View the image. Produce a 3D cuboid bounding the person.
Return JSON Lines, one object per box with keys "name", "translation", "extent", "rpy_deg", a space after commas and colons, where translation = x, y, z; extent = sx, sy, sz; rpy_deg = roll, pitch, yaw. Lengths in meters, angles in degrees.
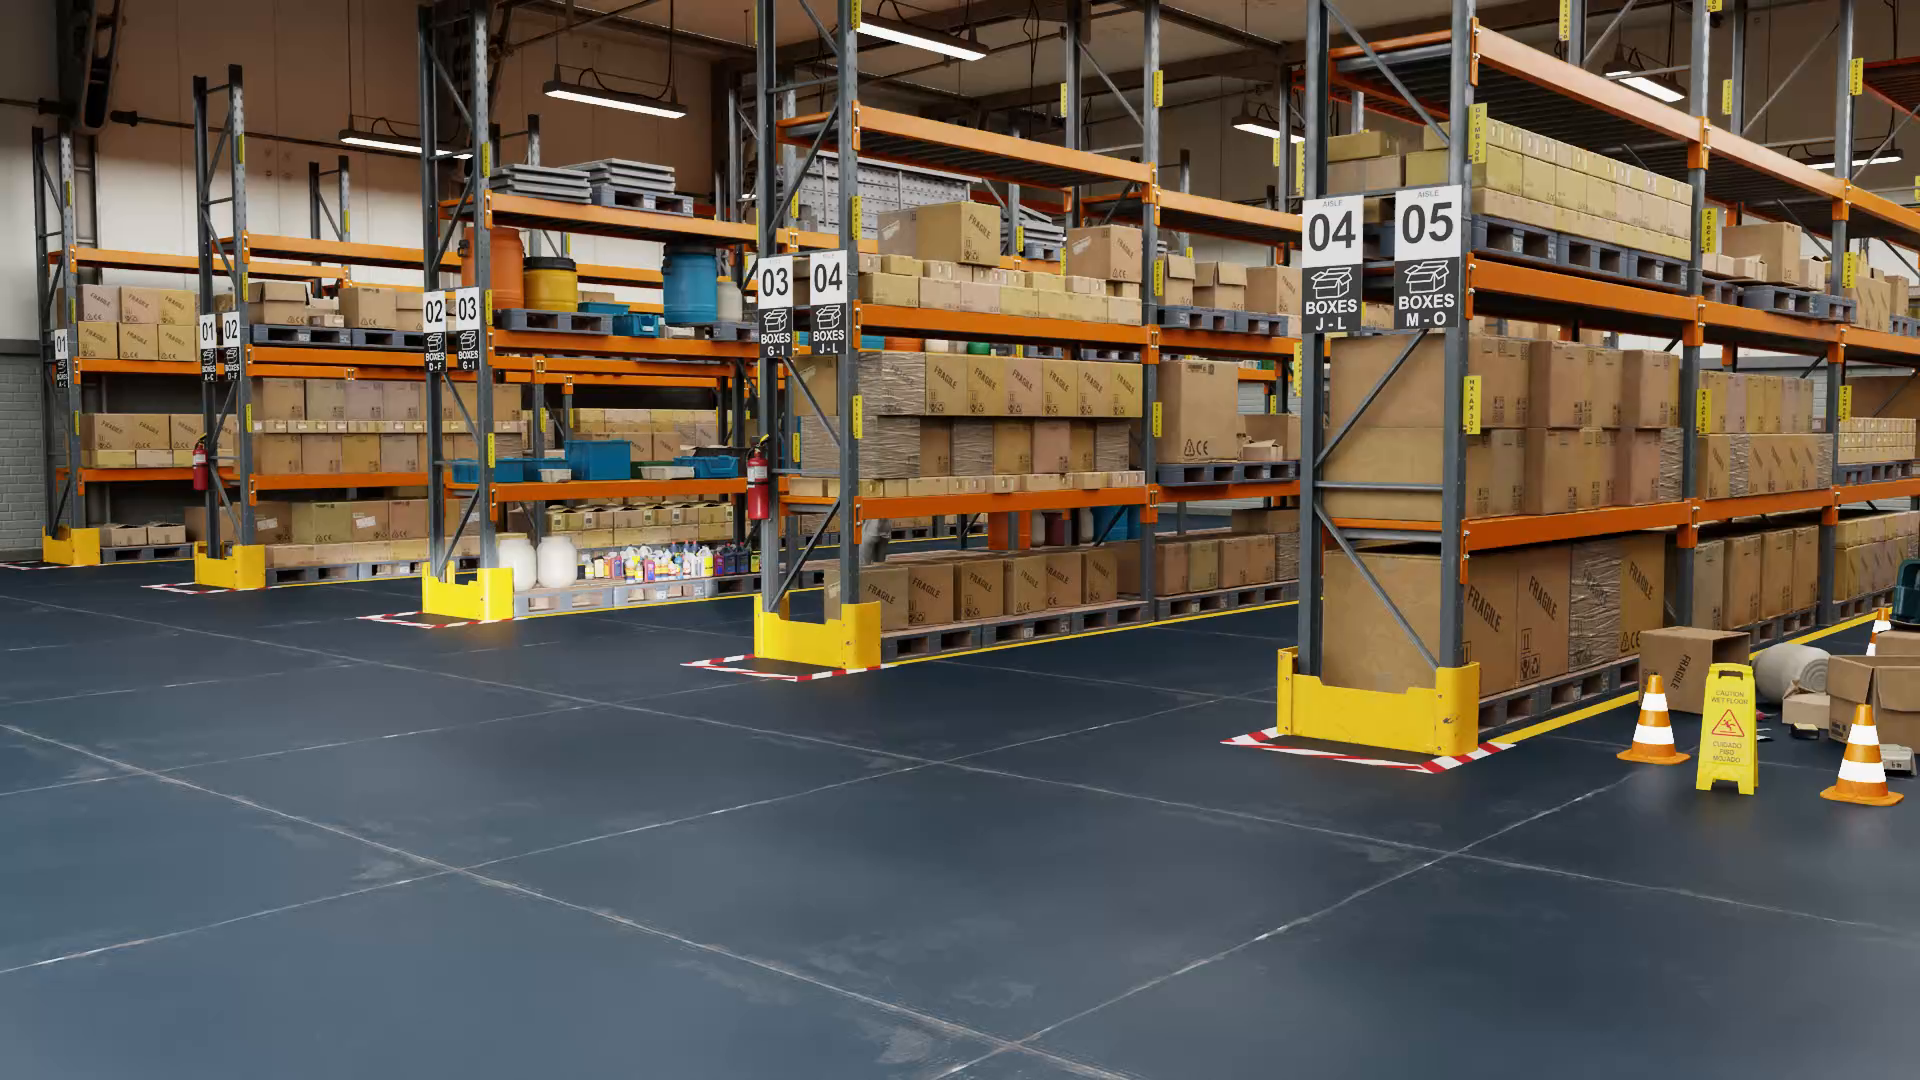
{"name": "person", "translation": [5.295, -2.713, 23.413], "extent": [24.933, 6.000, 19.161], "rpy_deg": [3, 5, 41]}
